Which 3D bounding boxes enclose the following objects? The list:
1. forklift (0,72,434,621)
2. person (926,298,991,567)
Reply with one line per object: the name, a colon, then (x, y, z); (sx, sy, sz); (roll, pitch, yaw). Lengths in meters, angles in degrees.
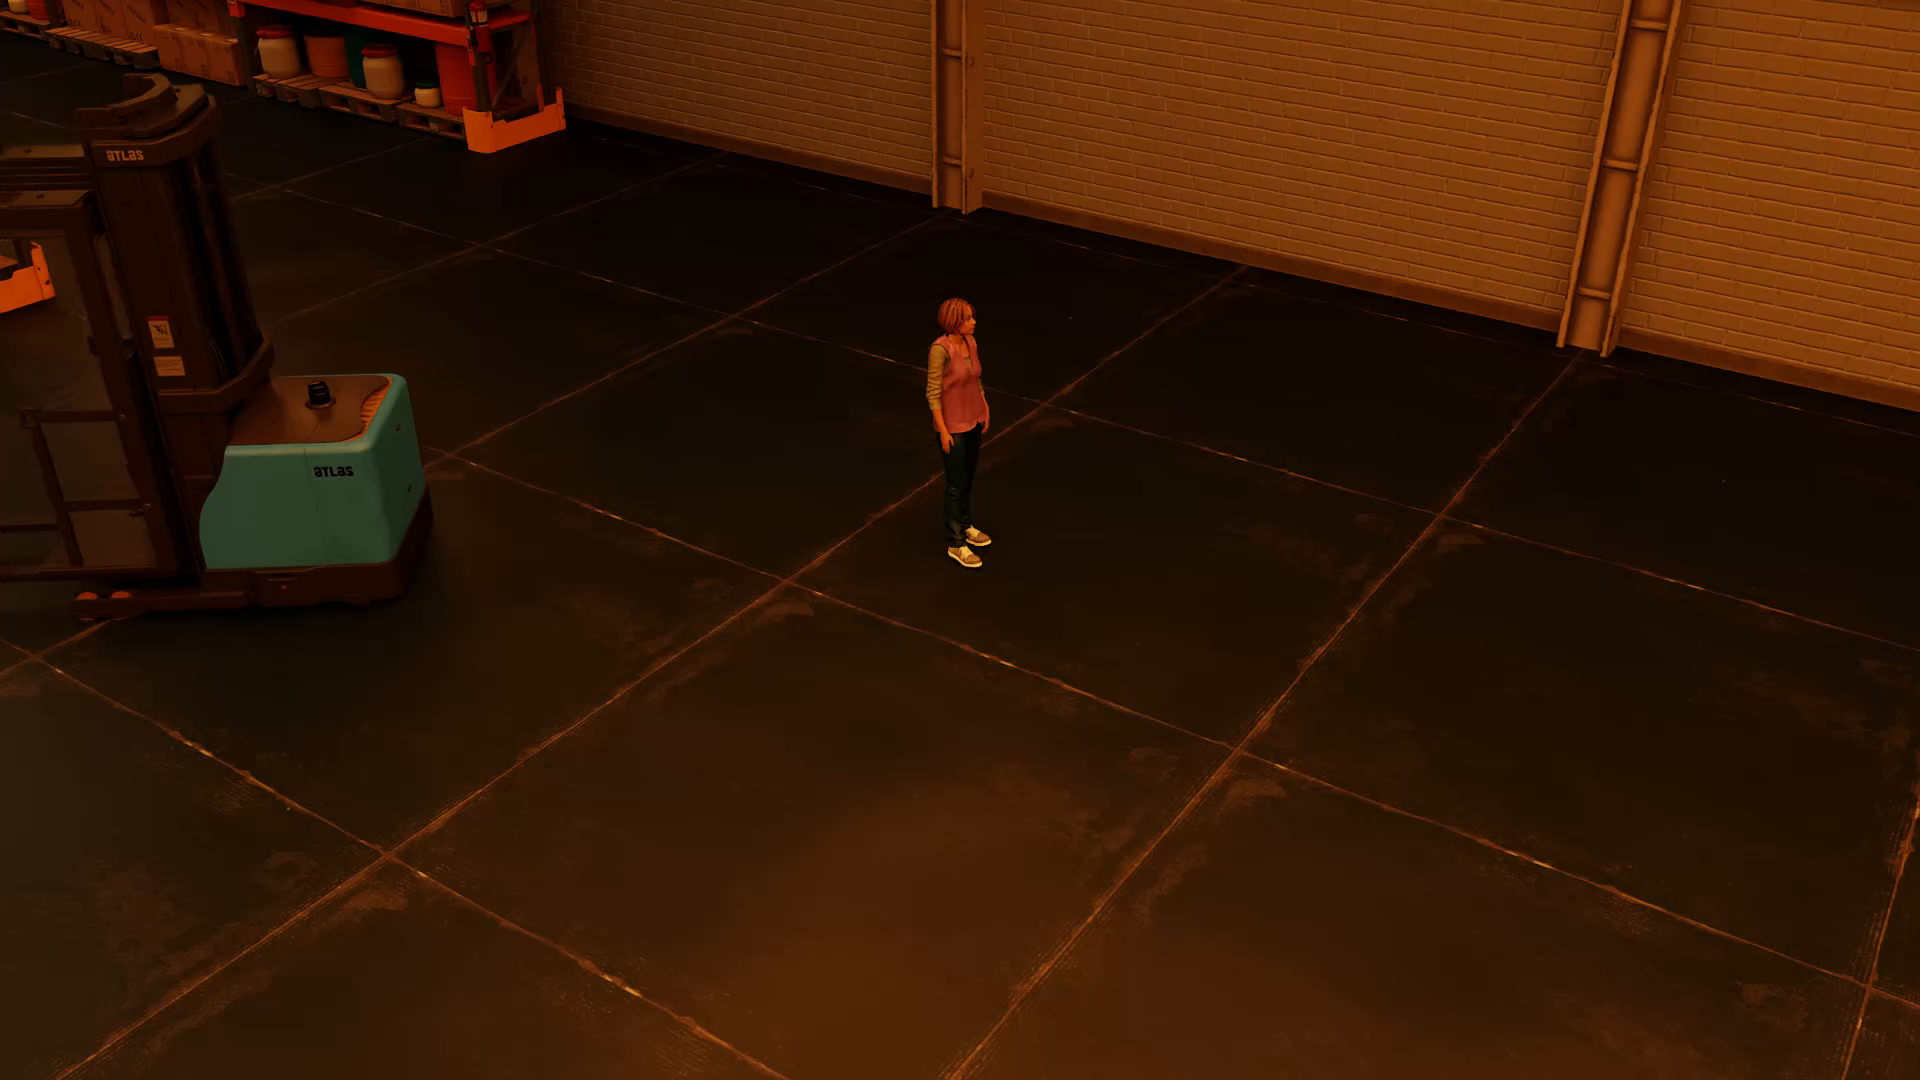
forklift: (-4.829, -1.070, 9.424); (3.031, 2.935, 1.130); (-2, 30, -3)
person: (0.054, -0.670, 10.049); (0.473, 1.599, 0.520); (19, 35, 29)
